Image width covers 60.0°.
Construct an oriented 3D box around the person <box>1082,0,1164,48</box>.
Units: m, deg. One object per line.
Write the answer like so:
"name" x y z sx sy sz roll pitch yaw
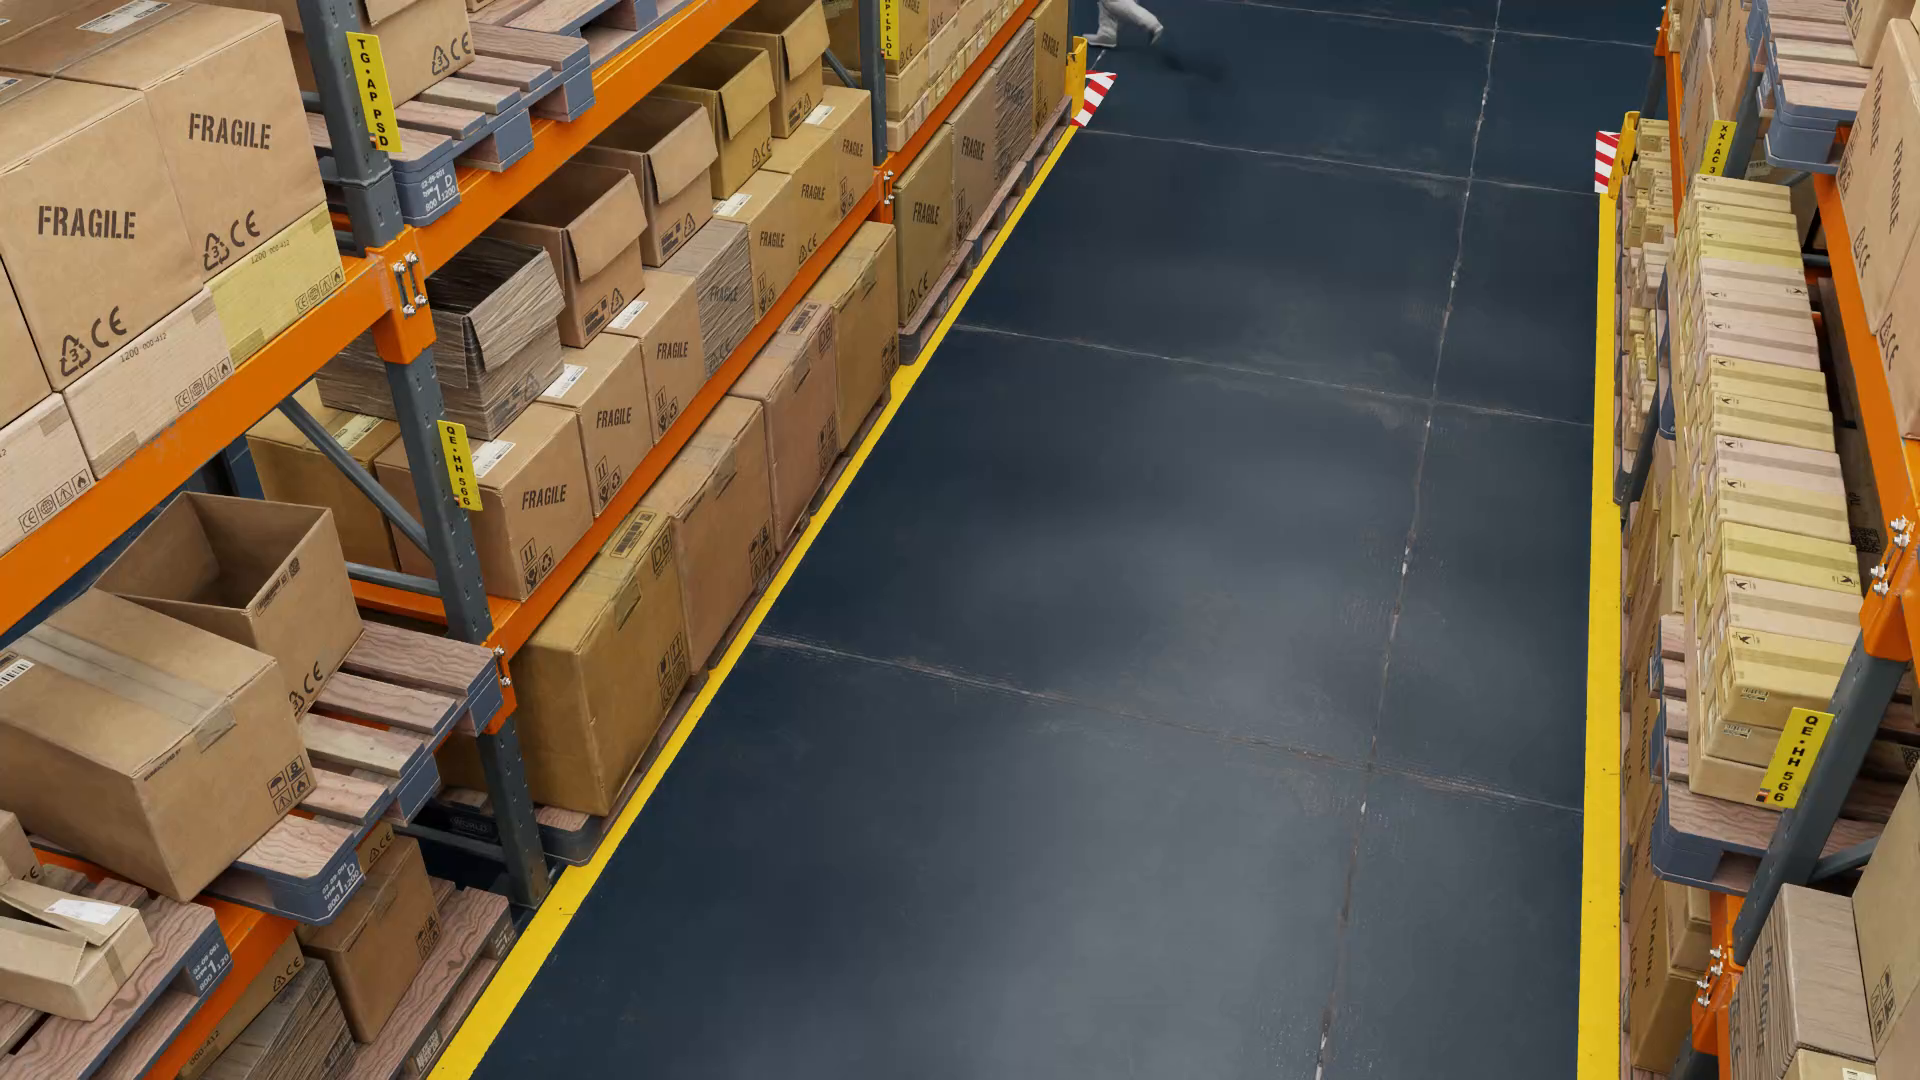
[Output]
"person" 1.257 -4.556 12.871 0.750 1.624 0.501 23 43 27
